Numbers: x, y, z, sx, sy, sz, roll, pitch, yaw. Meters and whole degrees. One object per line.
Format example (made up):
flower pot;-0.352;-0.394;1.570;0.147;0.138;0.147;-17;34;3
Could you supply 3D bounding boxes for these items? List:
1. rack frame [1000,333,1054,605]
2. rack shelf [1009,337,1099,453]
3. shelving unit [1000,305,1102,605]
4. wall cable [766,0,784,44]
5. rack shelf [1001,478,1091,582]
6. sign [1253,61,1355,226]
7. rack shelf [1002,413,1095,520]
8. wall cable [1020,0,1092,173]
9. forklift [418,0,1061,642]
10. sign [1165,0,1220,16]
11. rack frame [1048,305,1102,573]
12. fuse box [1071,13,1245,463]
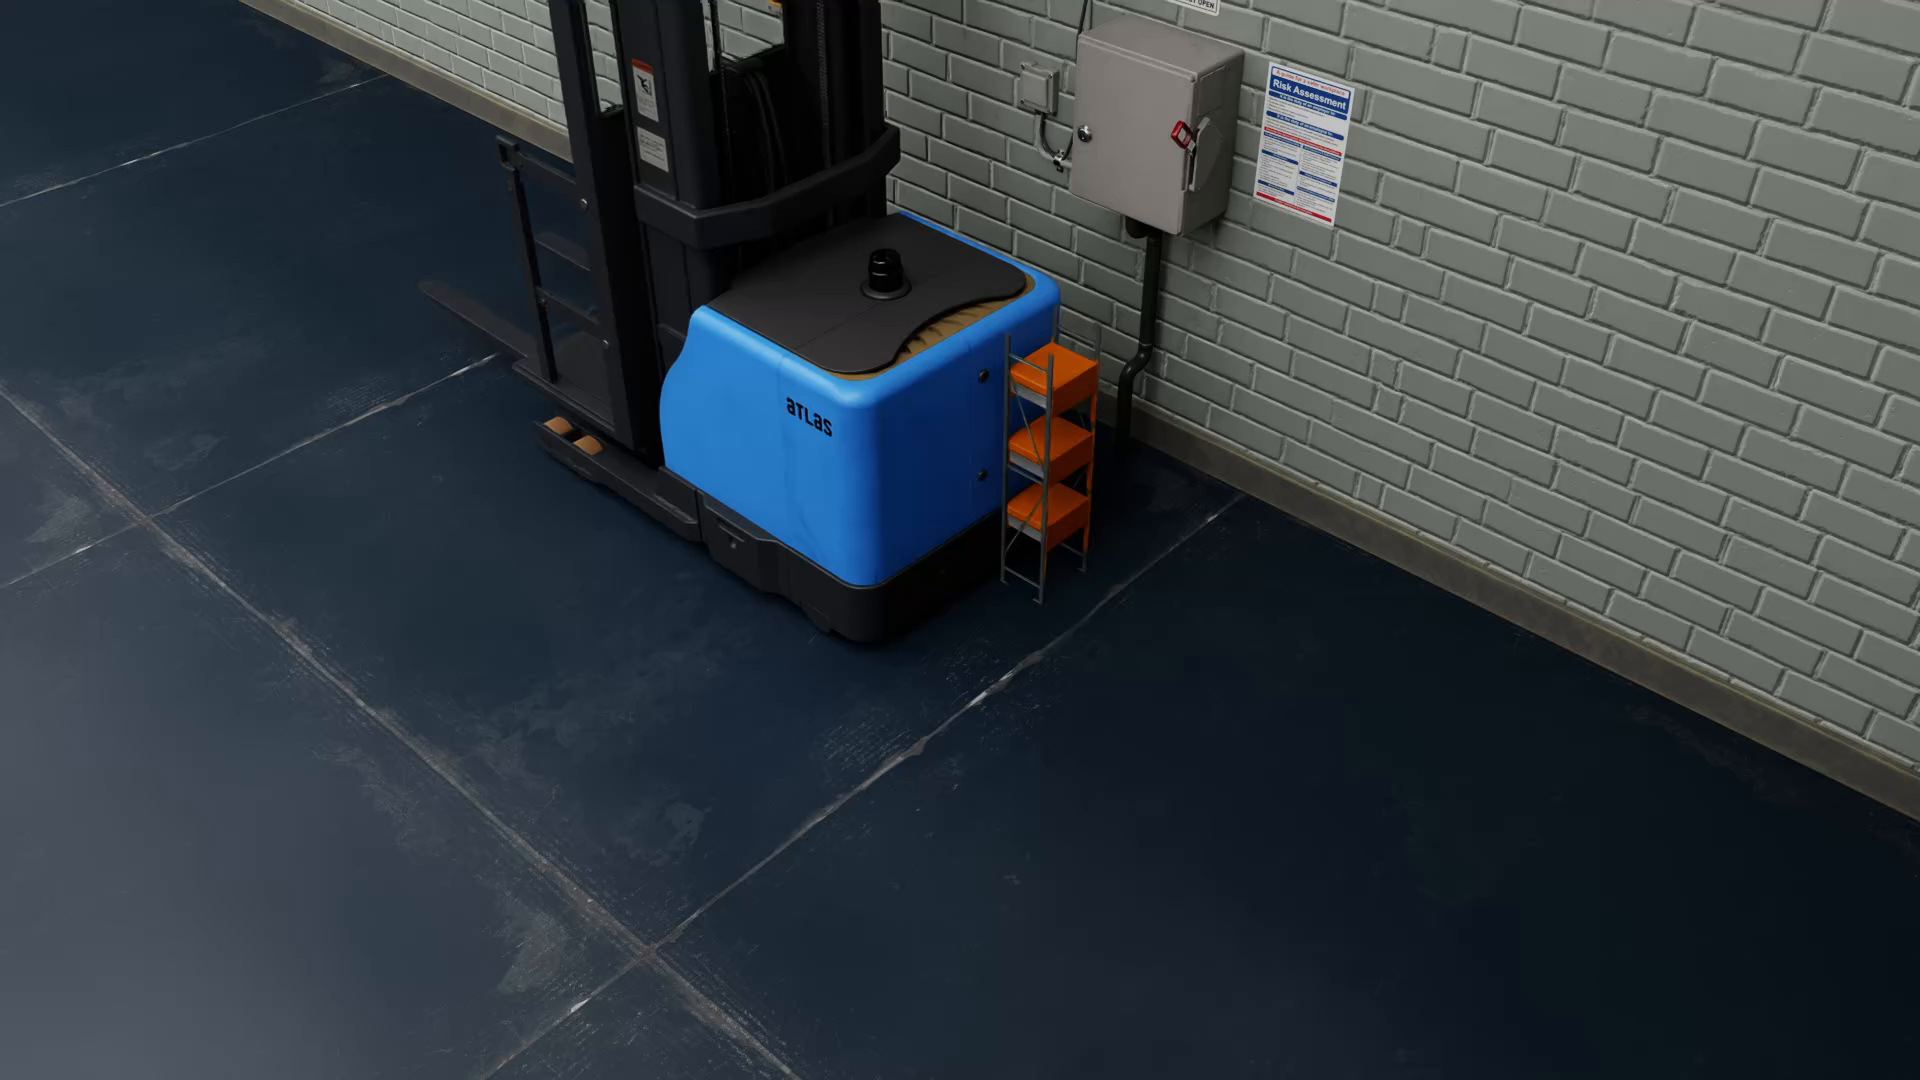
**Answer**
rack frame;0.223;-0.220;5.684;0.200;1.050;0.008;30;47;32
rack shelf;0.306;-0.490;5.584;0.215;0.259;0.240;30;47;32
shelving unit;0.306;-0.276;5.754;0.215;1.050;0.252;30;47;32
wall cable;-0.809;-2.835;6.564;0.585;1.953;0.123;30;47;32
rack shelf;0.306;-0.050;5.933;0.215;0.259;0.240;30;47;32
sign;1.148;-1.327;5.585;0.329;0.494;0.001;30;47;32
rack shelf;0.306;-0.268;5.760;0.215;0.259;0.240;30;47;32
wall cable;0.246;-2.233;5.832;0.588;1.984;0.122;30;47;32
forklift;-1.056;-1.598;5.904;3.031;2.935;1.130;31;48;33
sign;0.742;-1.918;5.589;0.339;0.242;0.001;30;47;32
rack frame;0.388;-0.332;5.824;0.200;1.050;0.008;30;47;32
fuse box;0.644;-0.972;6.098;0.539;1.711;0.414;30;47;32
